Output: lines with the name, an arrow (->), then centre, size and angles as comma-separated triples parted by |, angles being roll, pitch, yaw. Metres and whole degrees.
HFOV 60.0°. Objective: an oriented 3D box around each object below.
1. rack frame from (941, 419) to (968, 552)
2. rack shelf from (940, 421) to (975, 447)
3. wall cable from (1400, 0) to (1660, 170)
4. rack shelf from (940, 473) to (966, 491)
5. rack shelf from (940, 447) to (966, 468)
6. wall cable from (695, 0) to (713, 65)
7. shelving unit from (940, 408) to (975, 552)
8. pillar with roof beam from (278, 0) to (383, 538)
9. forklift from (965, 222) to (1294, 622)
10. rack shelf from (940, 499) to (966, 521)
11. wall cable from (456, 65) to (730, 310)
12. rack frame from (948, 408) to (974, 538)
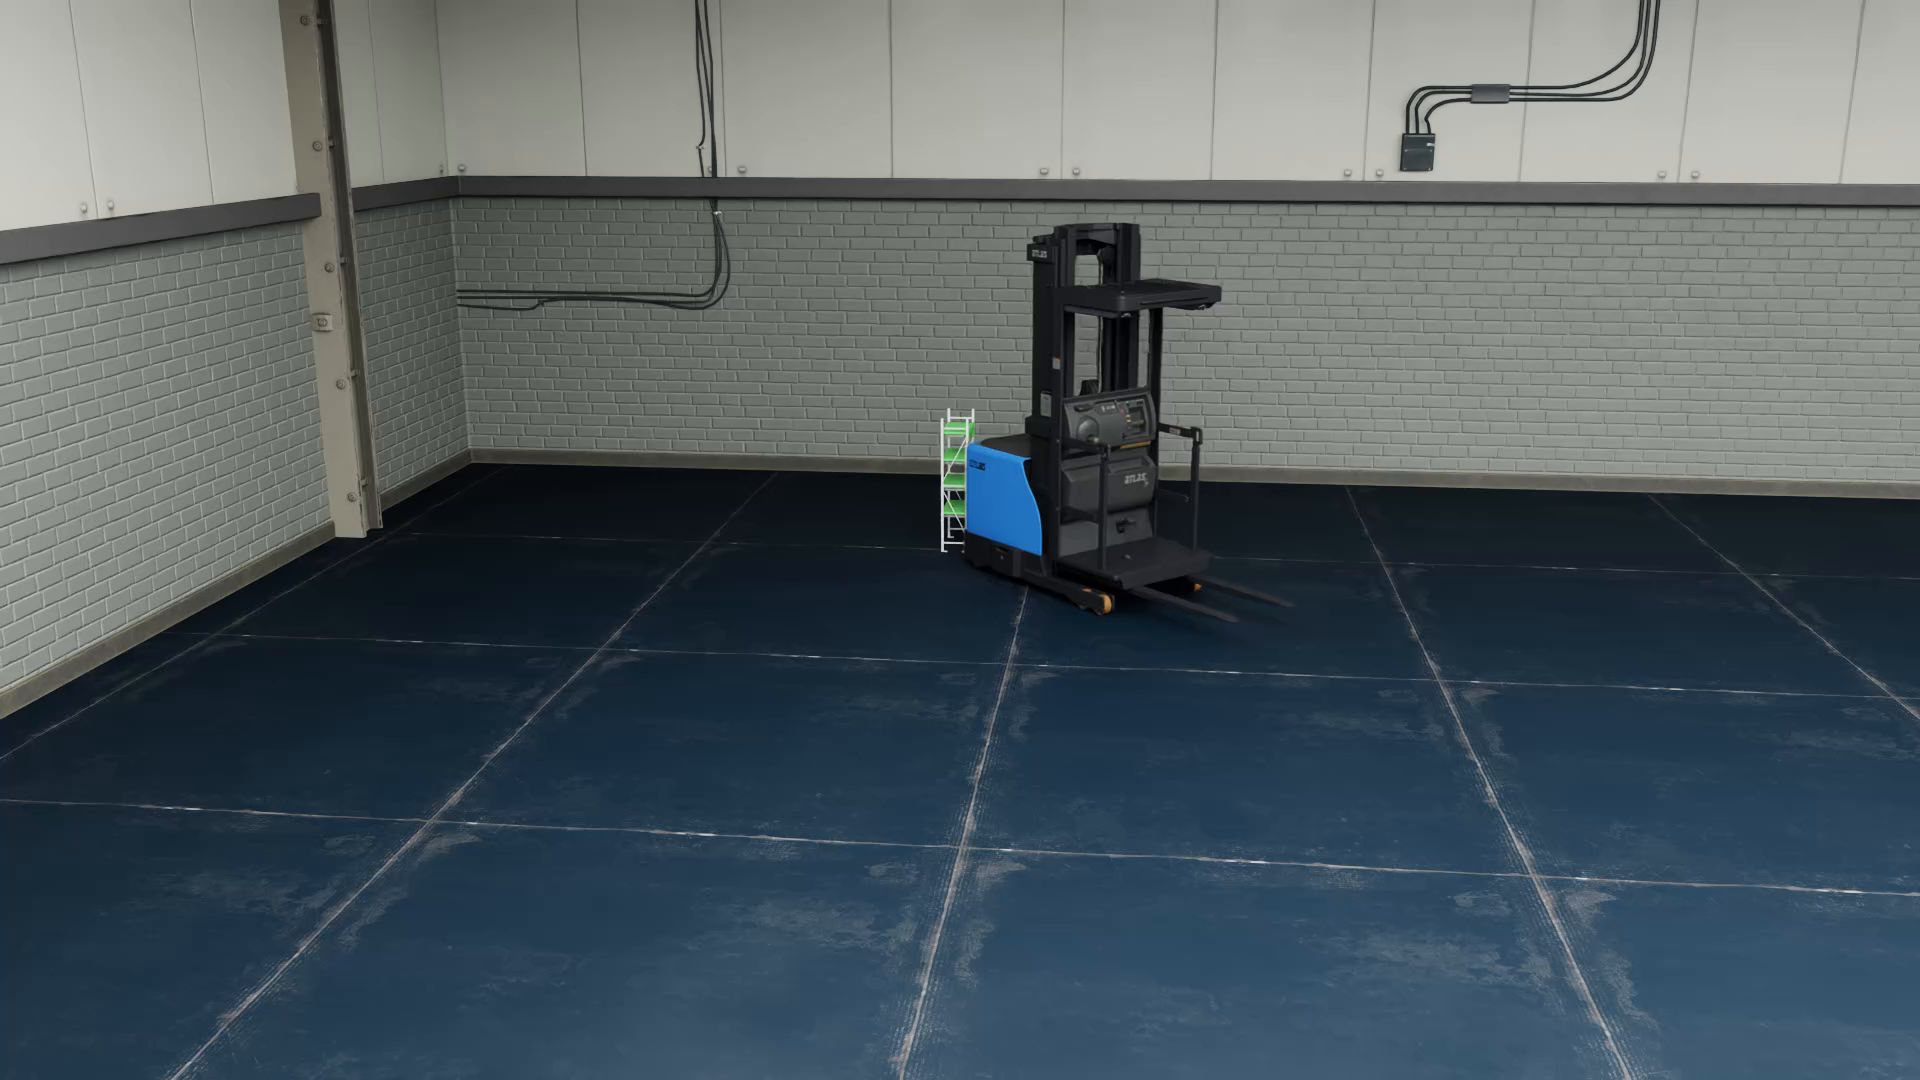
rack frame -> -0.046, -0.473, 14.613 | 0.240, 1.200, 0.015 | 2, 15, 6
rack shelf -> -0.019, -0.938, 14.738 | 0.258, 0.148, 0.480 | 2, 15, 6
wall cable -> 5.485, -6.504, 15.460 | 2.305, 6.003, 0.169 | 2, 15, 6
rack shelf -> -0.019, -0.475, 14.863 | 0.258, 0.148, 0.480 | 2, 15, 6
rack shelf -> -0.019, -0.706, 14.801 | 0.258, 0.148, 0.480 | 2, 15, 6
wall cable -> -1.258, -6.005, 16.405 | 3.097, 2.526, 0.112 | 2, 15, 6
shelving unit -> -0.019, -0.536, 14.847 | 0.258, 1.200, 0.503 | 2, 15, 6
pillar with roof beam -> -1.315, -4.294, 13.803 | 9.100, 9.000, 0.400 | 2, 15, 6
forklift -> 1.334, -0.973, 13.145 | 1.130, 2.935, 3.031 | -11, 19, -36
rack shelf -> -0.019, -0.243, 14.926 | 0.258, 0.148, 0.480 | 2, 15, 6
wall cable -> -3.947, -3.647, 17.358 | 3.097, 2.526, 0.112 | 2, 15, 6
rack frame -> 0.009, -0.600, 15.081 | 0.240, 1.200, 0.015 | 2, 15, 6
